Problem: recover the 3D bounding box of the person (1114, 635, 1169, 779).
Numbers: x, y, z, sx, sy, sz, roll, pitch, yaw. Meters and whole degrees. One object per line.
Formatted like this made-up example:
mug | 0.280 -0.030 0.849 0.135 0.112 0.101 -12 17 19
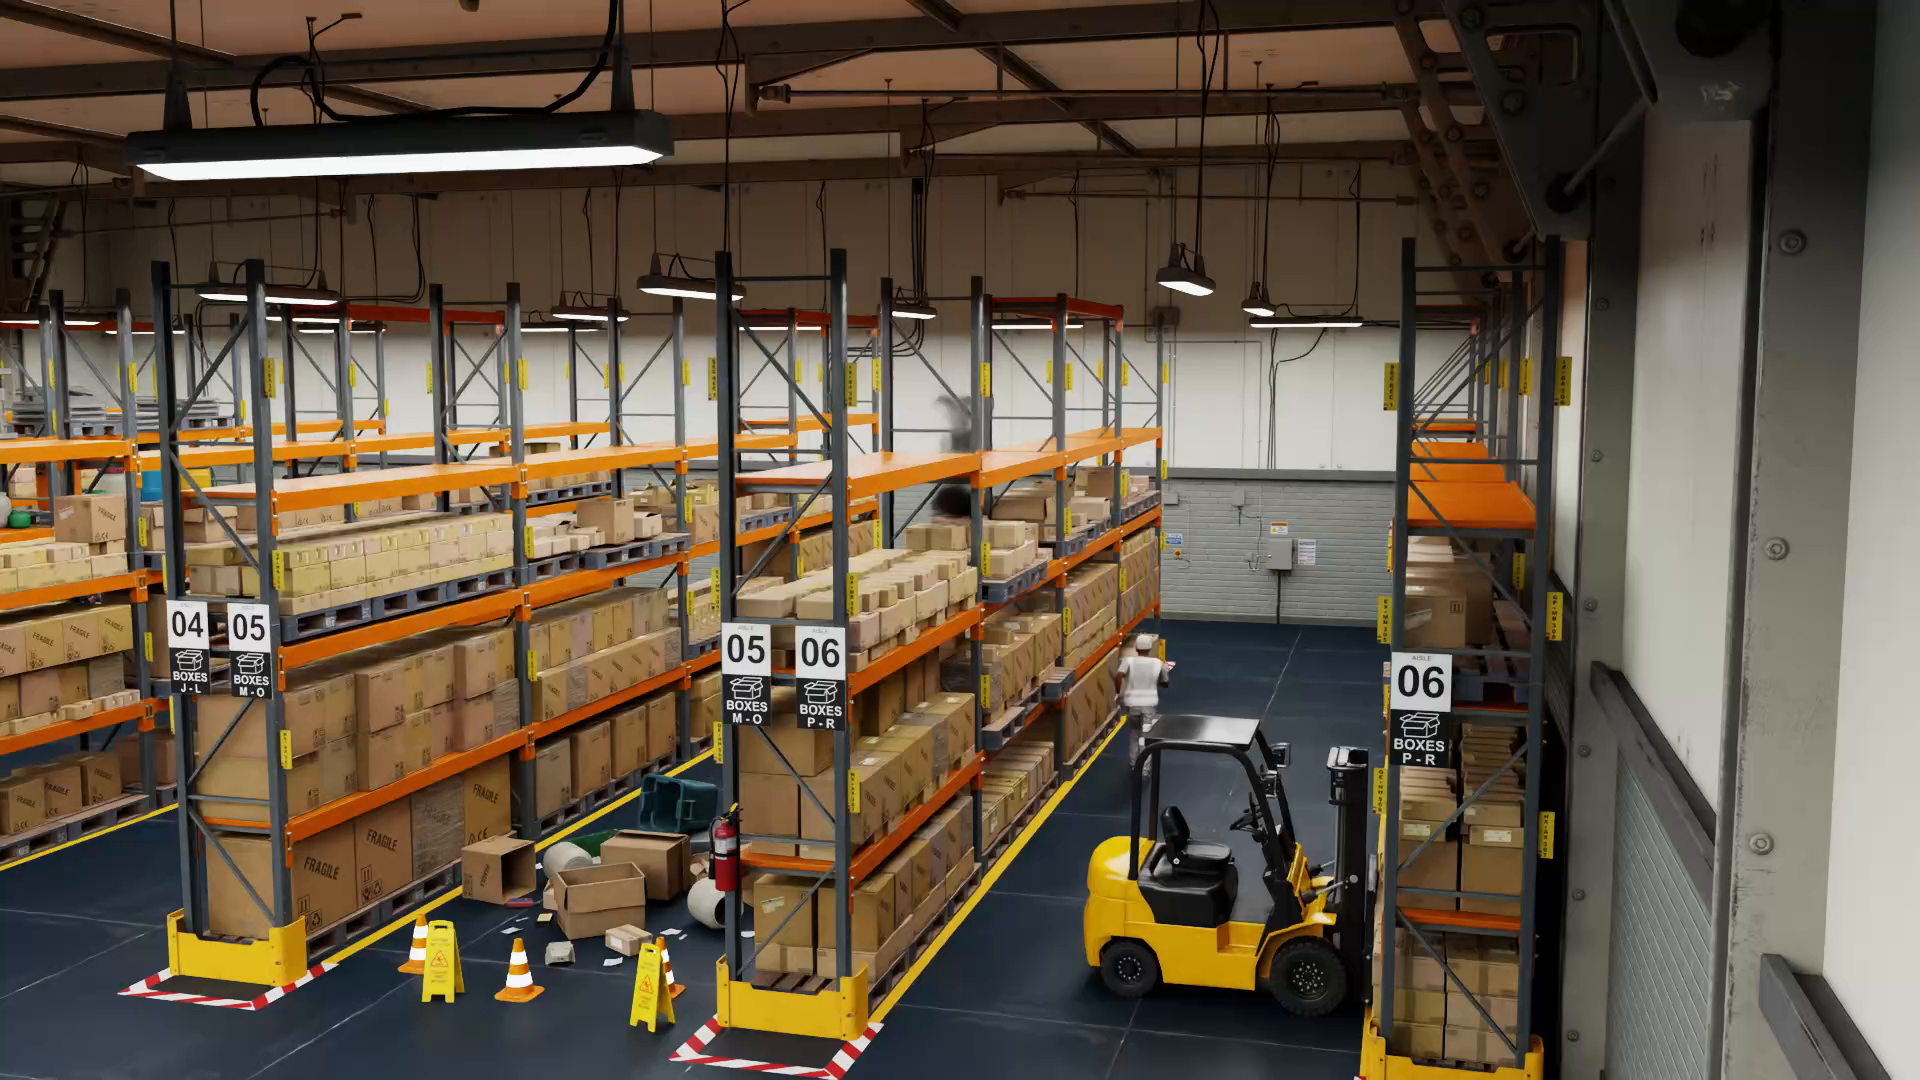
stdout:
person | 2.251 2.088 20.605 0.665 1.831 0.893 1 6 11
